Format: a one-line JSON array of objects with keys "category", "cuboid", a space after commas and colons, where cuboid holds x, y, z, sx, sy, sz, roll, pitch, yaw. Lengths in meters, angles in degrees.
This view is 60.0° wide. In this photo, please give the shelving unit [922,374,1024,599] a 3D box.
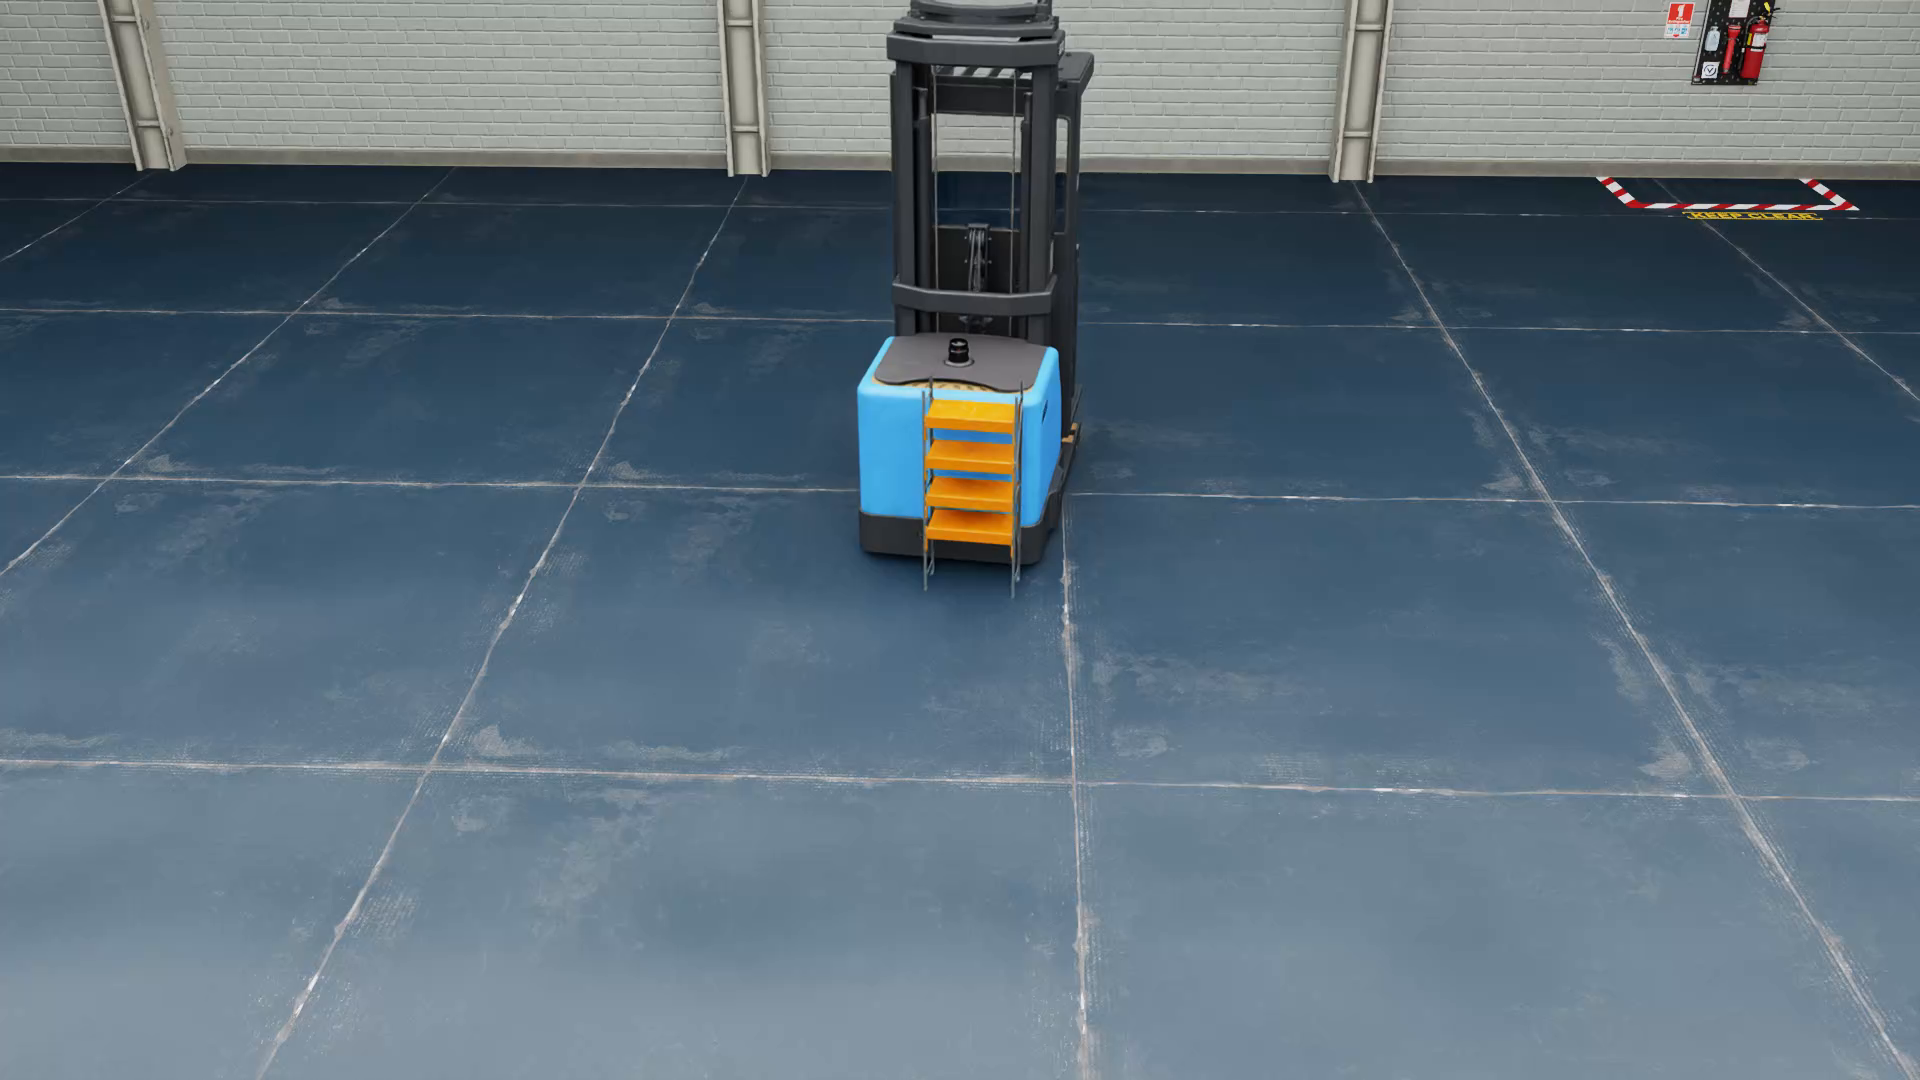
[{"category": "shelving unit", "cuboid": [0.068, -0.281, 8.999, 0.503, 1.200, 0.258, 5, 28, 8]}]

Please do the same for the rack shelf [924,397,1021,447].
[{"category": "rack shelf", "cuboid": [0.068, -0.628, 8.815, 0.480, 0.148, 0.258, 5, 28, 8]}]

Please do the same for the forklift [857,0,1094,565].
[{"category": "forklift", "cuboid": [0.188, -1.825, 10.063, 1.130, 2.935, 3.031, 5, 28, 9]}]

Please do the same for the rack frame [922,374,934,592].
[{"category": "rack frame", "cuboid": [-0.172, -0.300, 9.035, 0.015, 1.200, 0.240, 5, 28, 8]}]

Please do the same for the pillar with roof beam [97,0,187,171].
[{"category": "pillar with roof beam", "cuboid": [-8.262, -5.760, 11.008, 0.400, 9.000, 9.100, 1, 28, 2]}]

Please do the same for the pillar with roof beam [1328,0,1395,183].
[{"category": "pillar with roof beam", "cuboid": [3.730, -5.562, 10.634, 0.400, 9.000, 9.100, 1, 28, 2]}]

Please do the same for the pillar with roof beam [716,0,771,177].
[{"category": "pillar with roof beam", "cuboid": [-2.266, -5.661, 10.821, 0.400, 9.000, 9.100, 1, 28, 2]}]

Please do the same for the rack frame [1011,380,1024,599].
[{"category": "rack frame", "cuboid": [0.309, -0.262, 8.963, 0.015, 1.200, 0.240, 5, 28, 8]}]

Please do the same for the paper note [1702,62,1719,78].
[{"category": "paper note", "cuboid": [7.236, -4.532, 16.037, 0.142, 0.148, 0.016, 1, 28, 2]}]

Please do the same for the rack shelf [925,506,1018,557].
[{"category": "rack shelf", "cuboid": [0.068, -0.046, 9.123, 0.480, 0.148, 0.258, 5, 28, 8]}]

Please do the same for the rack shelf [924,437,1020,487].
[{"category": "rack shelf", "cuboid": [0.068, -0.419, 8.926, 0.480, 0.148, 0.258, 5, 28, 8]}]

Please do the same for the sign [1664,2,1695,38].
[{"category": "sign", "cuboid": [6.861, -4.959, 15.864, 0.234, 0.329, 0.001, 1, 28, 2]}]

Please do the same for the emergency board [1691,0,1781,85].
[{"category": "emergency board", "cuboid": [7.410, -4.886, 15.764, 0.643, 1.169, 0.194, 1, 28, 2]}]

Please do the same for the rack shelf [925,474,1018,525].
[{"category": "rack shelf", "cuboid": [0.068, -0.222, 9.030, 0.480, 0.148, 0.258, 5, 28, 8]}]
